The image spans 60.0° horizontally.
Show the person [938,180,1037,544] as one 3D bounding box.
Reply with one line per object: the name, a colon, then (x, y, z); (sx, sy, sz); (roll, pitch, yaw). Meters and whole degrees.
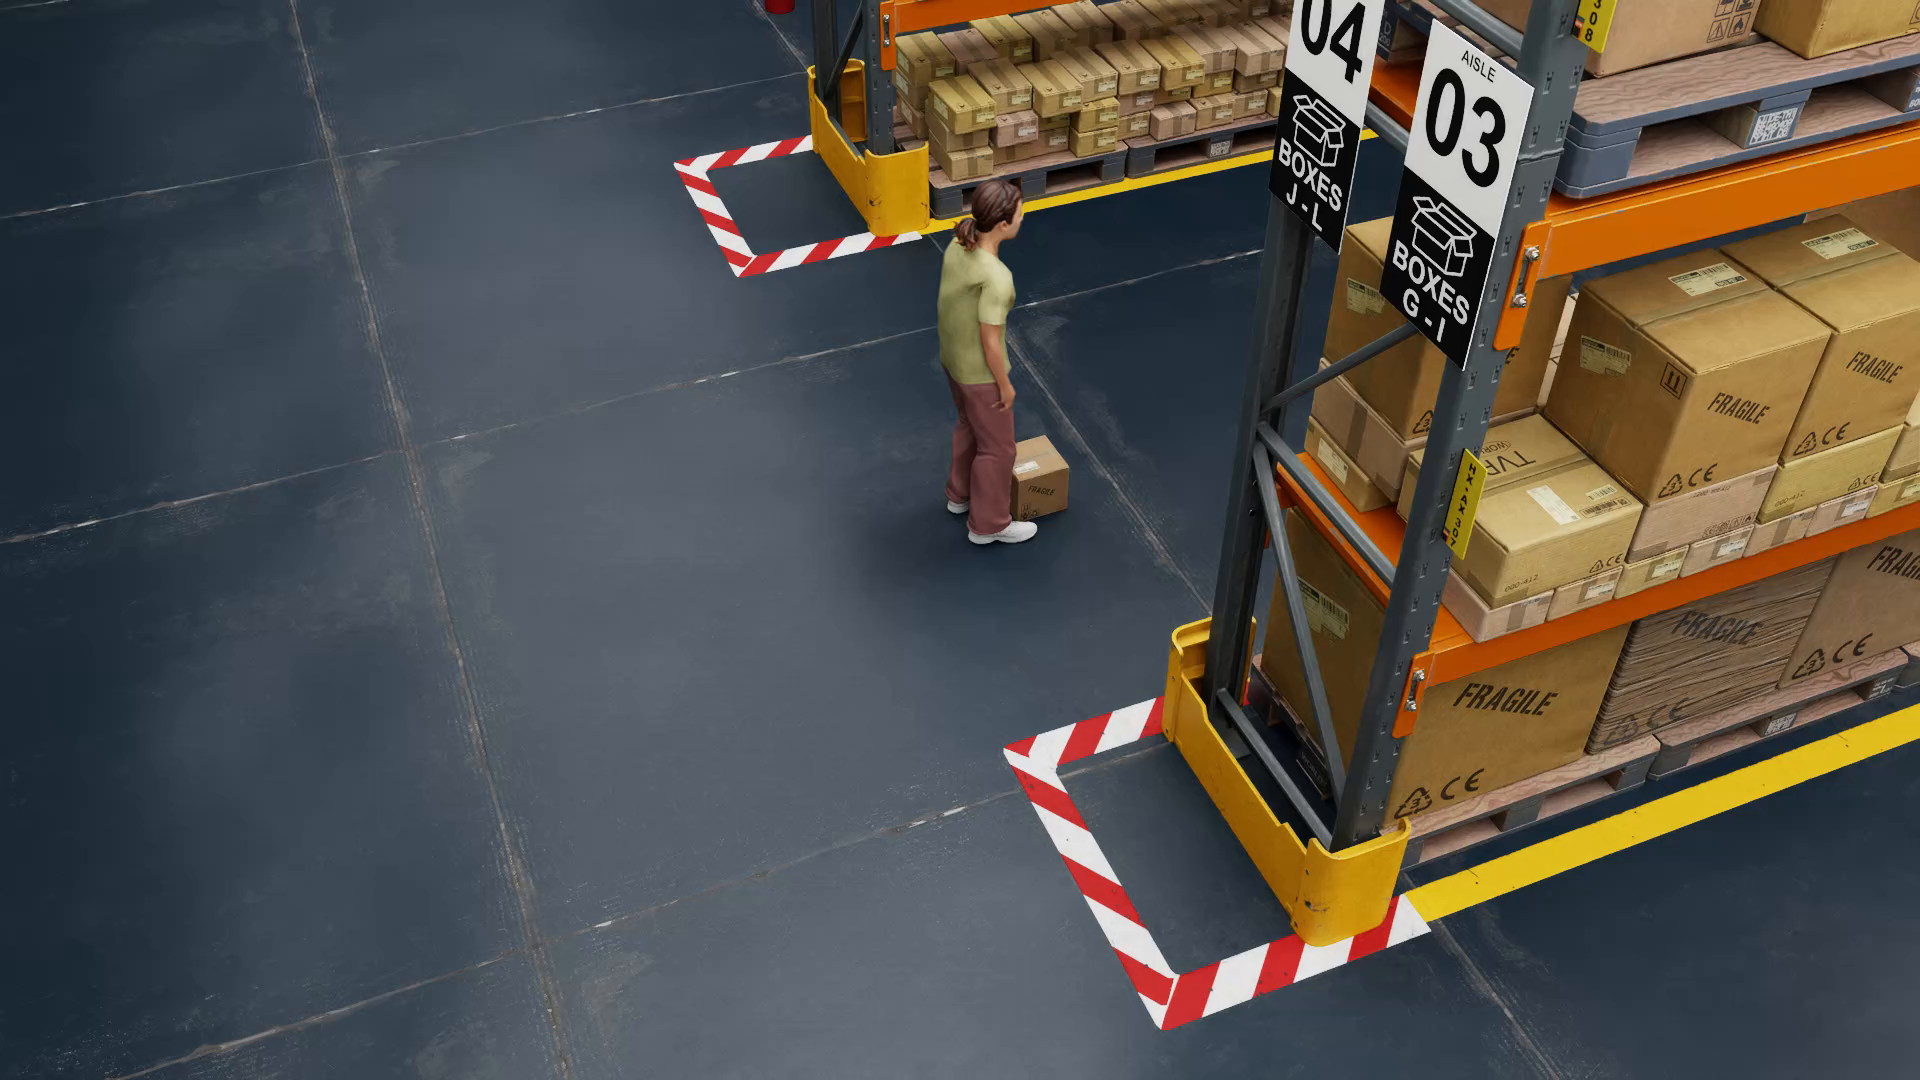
person: (0.098, -0.740, 6.985); (0.352, 1.673, 0.502); (-16, 44, -17)
